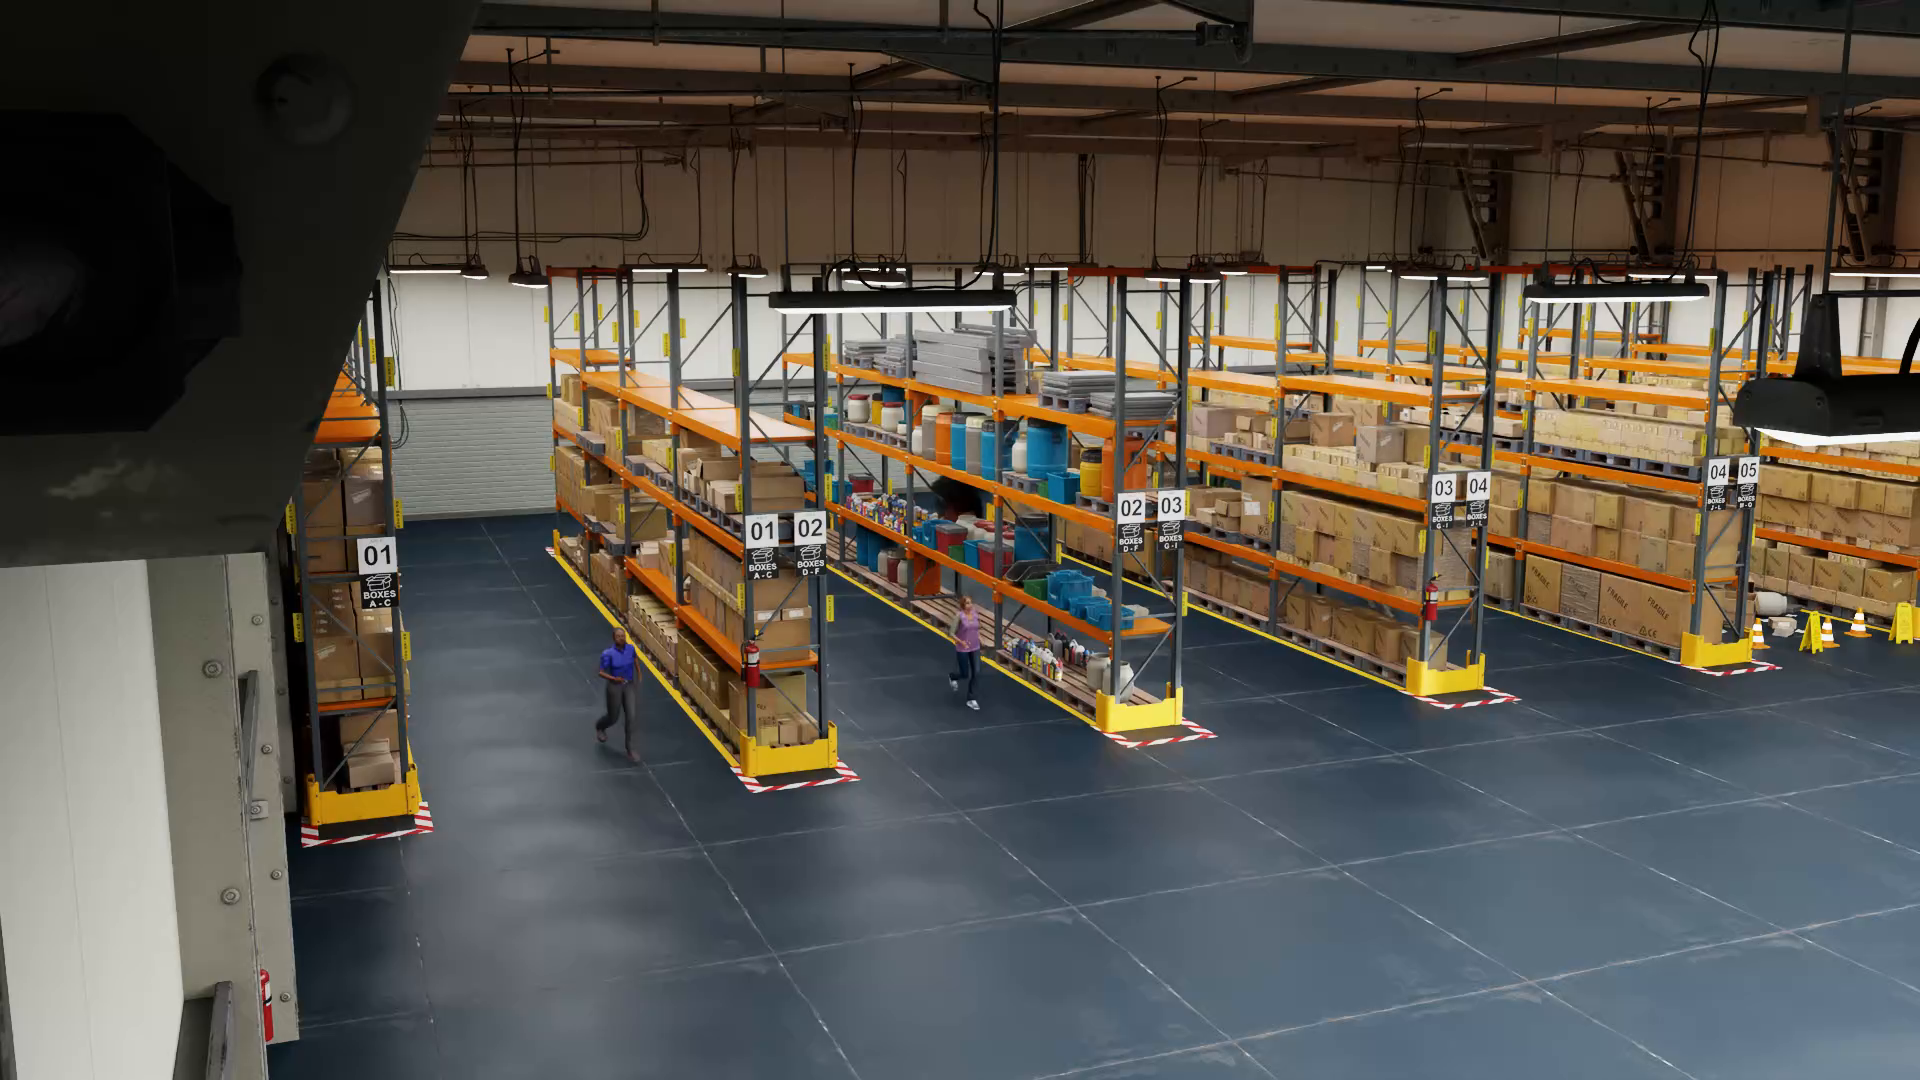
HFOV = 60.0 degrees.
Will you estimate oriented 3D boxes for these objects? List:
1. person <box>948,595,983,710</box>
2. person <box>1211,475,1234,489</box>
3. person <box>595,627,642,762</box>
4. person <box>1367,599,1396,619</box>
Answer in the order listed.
[{"bbox_3d":[0.084,1.541,23.333,0.547,1.584,0.759,-5,11,-27],"label":"person"},{"bbox_3d":[6.524,-1.691,41.354,0.780,1.725,0.713,4,11,23],"label":"person"},{"bbox_3d":[-4.303,1.907,21.041,0.589,1.653,0.918,-6,12,-32],"label":"person"},{"bbox_3d":[7.393,0.464,29.106,0.585,1.718,0.846,-5,11,-25],"label":"person"}]
